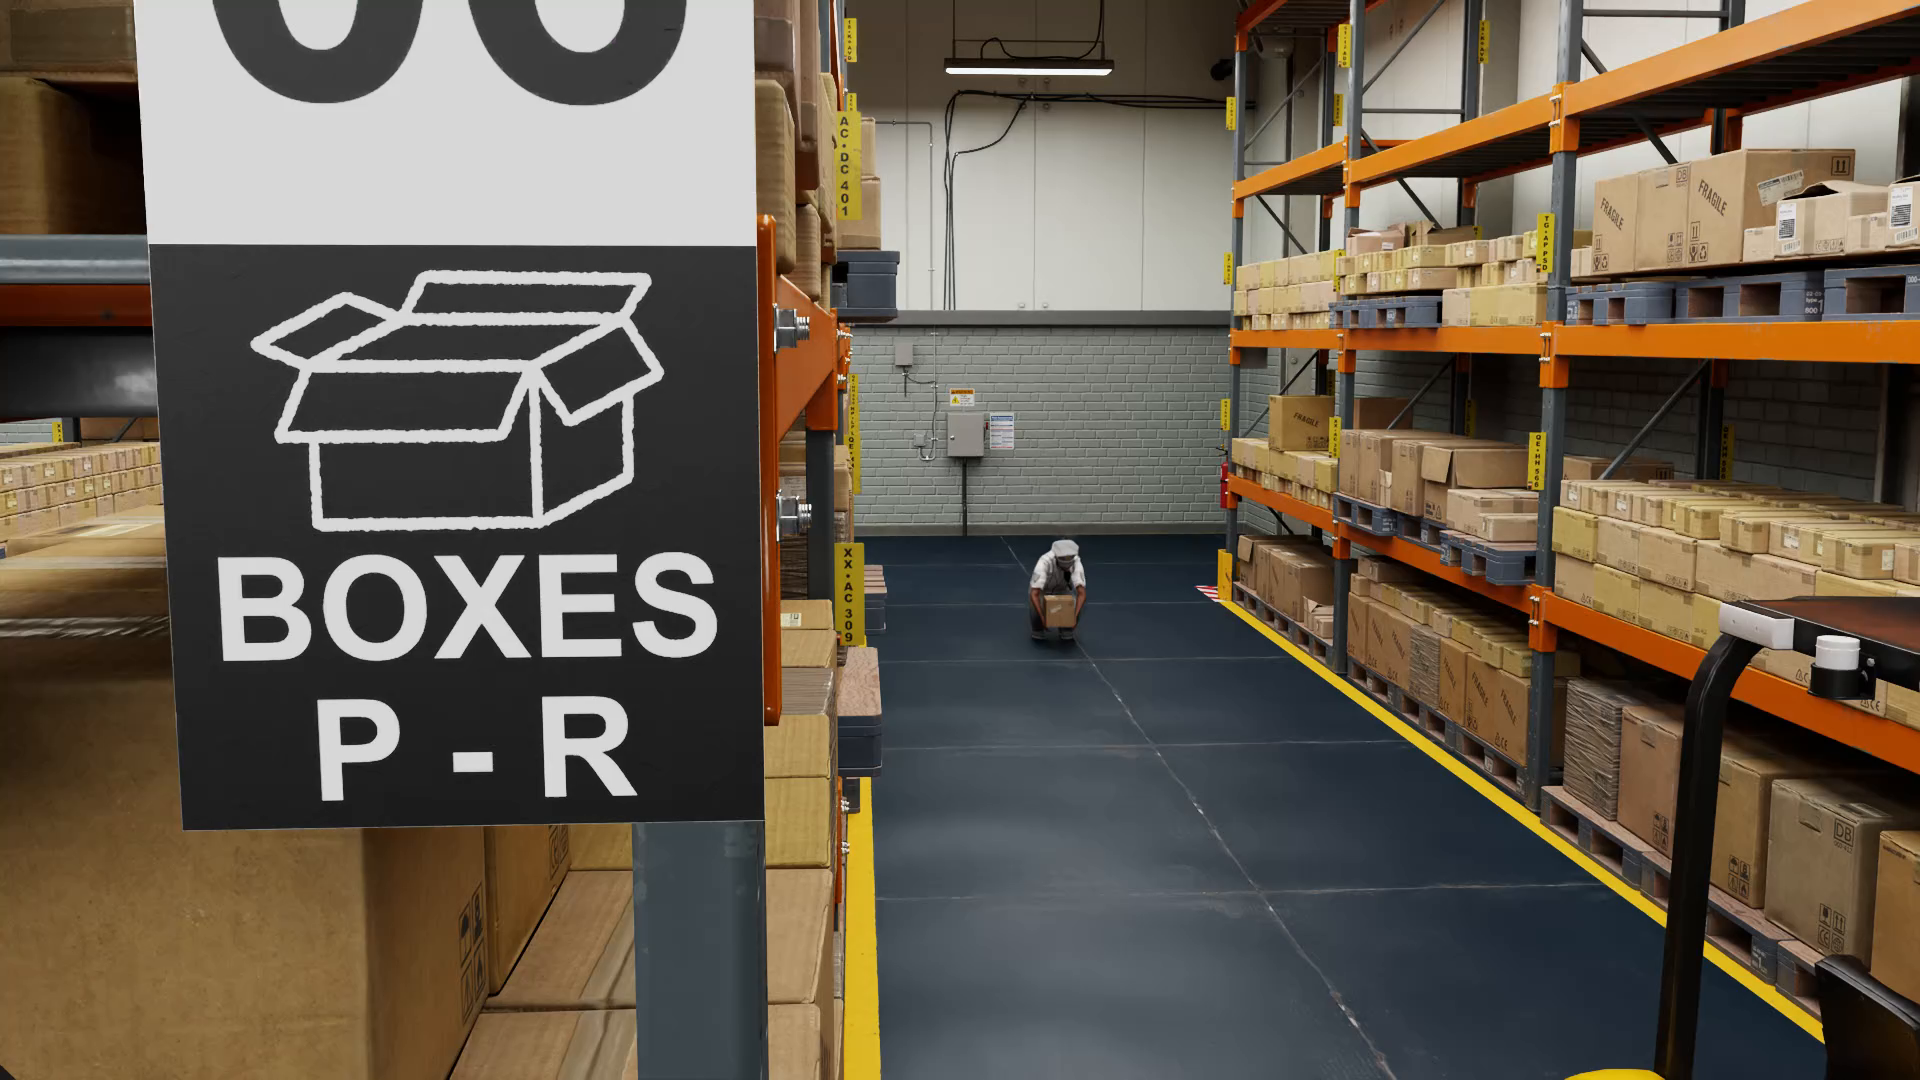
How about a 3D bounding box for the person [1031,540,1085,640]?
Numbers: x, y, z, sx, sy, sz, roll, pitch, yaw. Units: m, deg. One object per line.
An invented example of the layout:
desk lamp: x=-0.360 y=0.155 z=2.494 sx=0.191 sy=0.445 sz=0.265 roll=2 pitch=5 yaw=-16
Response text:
person: x=0.876 y=0.453 z=15.056 sx=0.491 sy=0.947 sz=0.713 roll=0 pitch=7 yaw=-4
